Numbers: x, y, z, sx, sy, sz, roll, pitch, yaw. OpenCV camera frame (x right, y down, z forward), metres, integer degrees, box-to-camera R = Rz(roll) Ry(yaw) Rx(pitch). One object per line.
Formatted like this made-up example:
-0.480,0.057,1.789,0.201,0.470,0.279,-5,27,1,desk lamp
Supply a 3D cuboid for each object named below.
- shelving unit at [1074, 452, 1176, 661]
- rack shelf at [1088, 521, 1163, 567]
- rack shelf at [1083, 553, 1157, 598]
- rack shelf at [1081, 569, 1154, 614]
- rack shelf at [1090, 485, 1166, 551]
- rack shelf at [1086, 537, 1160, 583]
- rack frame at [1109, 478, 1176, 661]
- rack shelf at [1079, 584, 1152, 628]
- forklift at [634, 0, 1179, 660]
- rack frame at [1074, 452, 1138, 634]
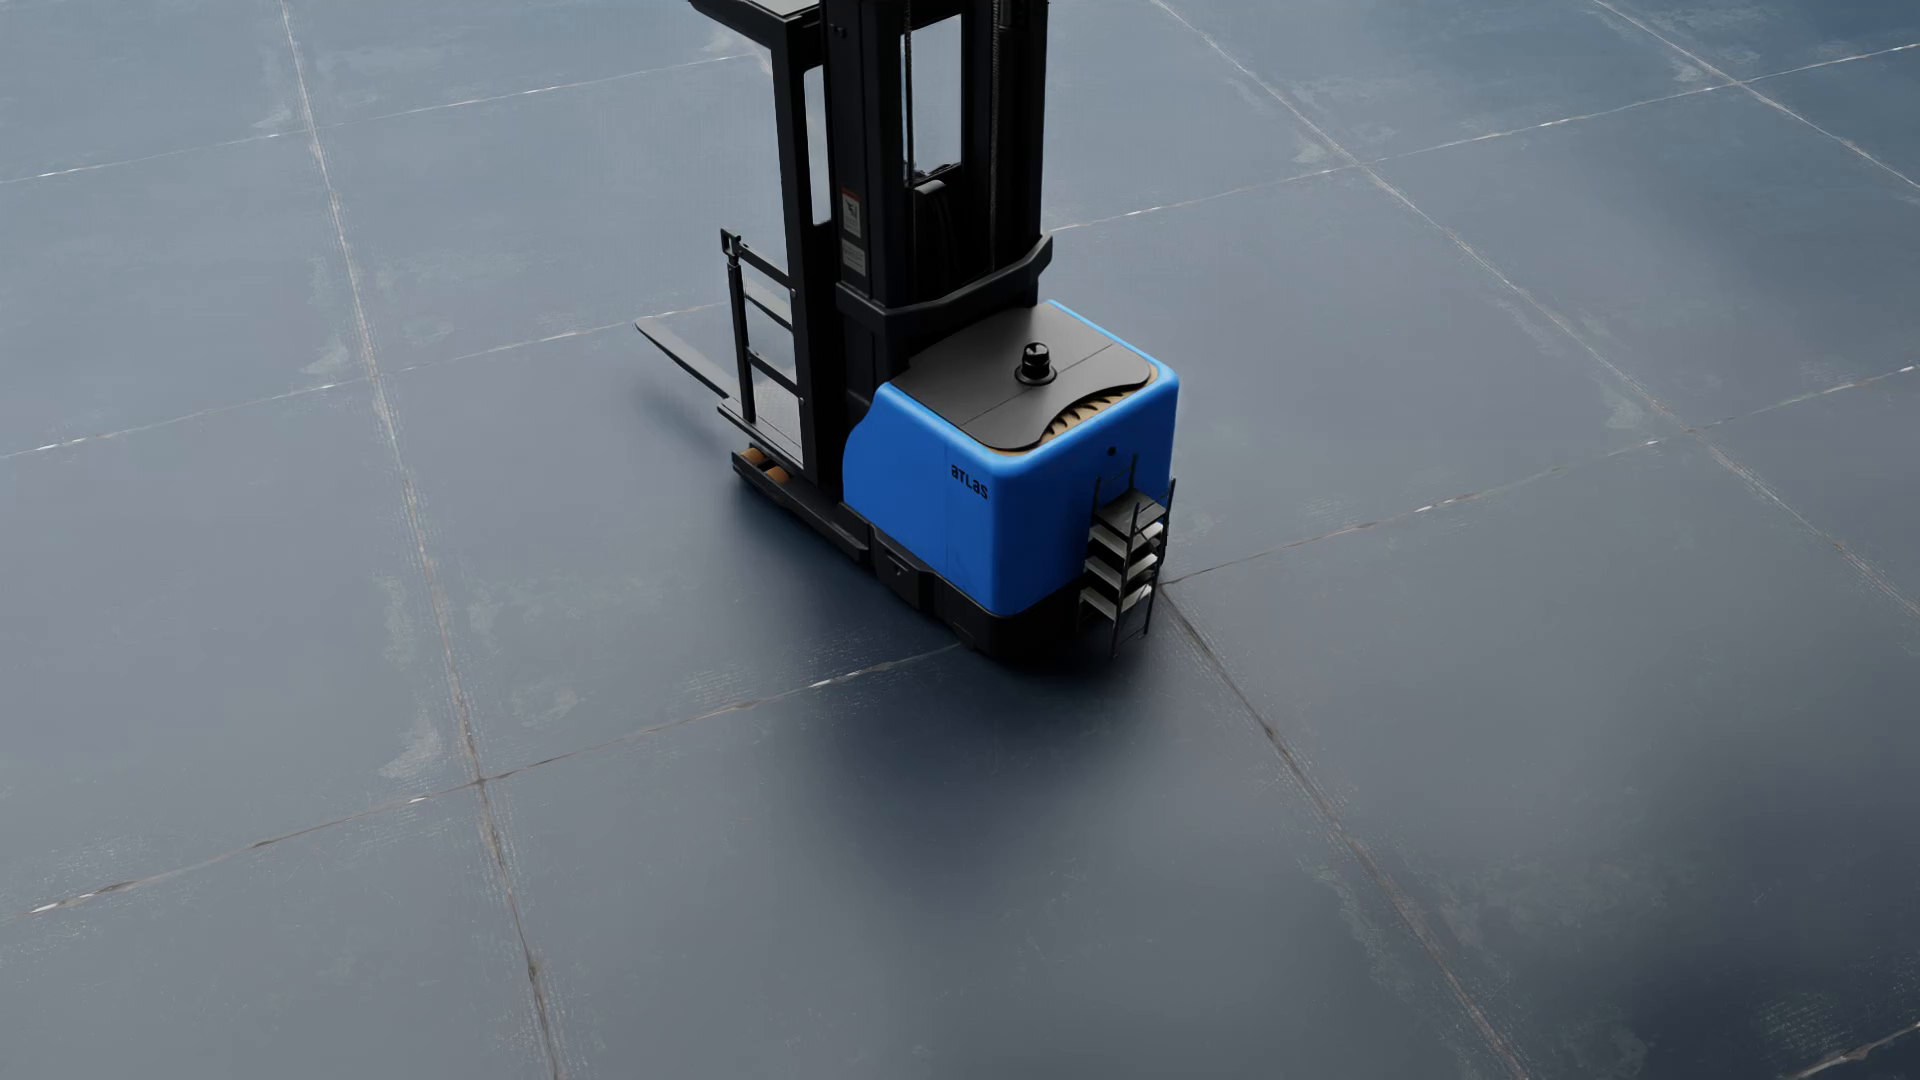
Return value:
0.674,0.080,6.875,0.258,0.900,0.210,-32,54,-32,shelving unit
0.681,-0.026,6.774,0.258,0.077,0.200,-32,54,-32,rack shelf
0.672,0.104,6.898,0.258,0.077,0.200,-32,54,-32,rack shelf
0.668,0.169,6.960,0.258,0.077,0.200,-32,54,-32,rack shelf
0.686,-0.091,6.712,0.258,0.077,0.200,-32,54,-32,rack shelf
0.677,0.039,6.836,0.258,0.077,0.200,-32,54,-32,rack shelf
0.744,0.133,6.824,0.240,0.900,0.006,-32,54,-32,rack frame
0.663,0.234,7.022,0.258,0.077,0.200,-32,54,-32,rack shelf
-0.437,-1.489,7.152,1.130,2.935,3.031,-30,49,-30,forklift
0.604,0.027,6.926,0.240,0.900,0.006,-32,54,-32,rack frame
